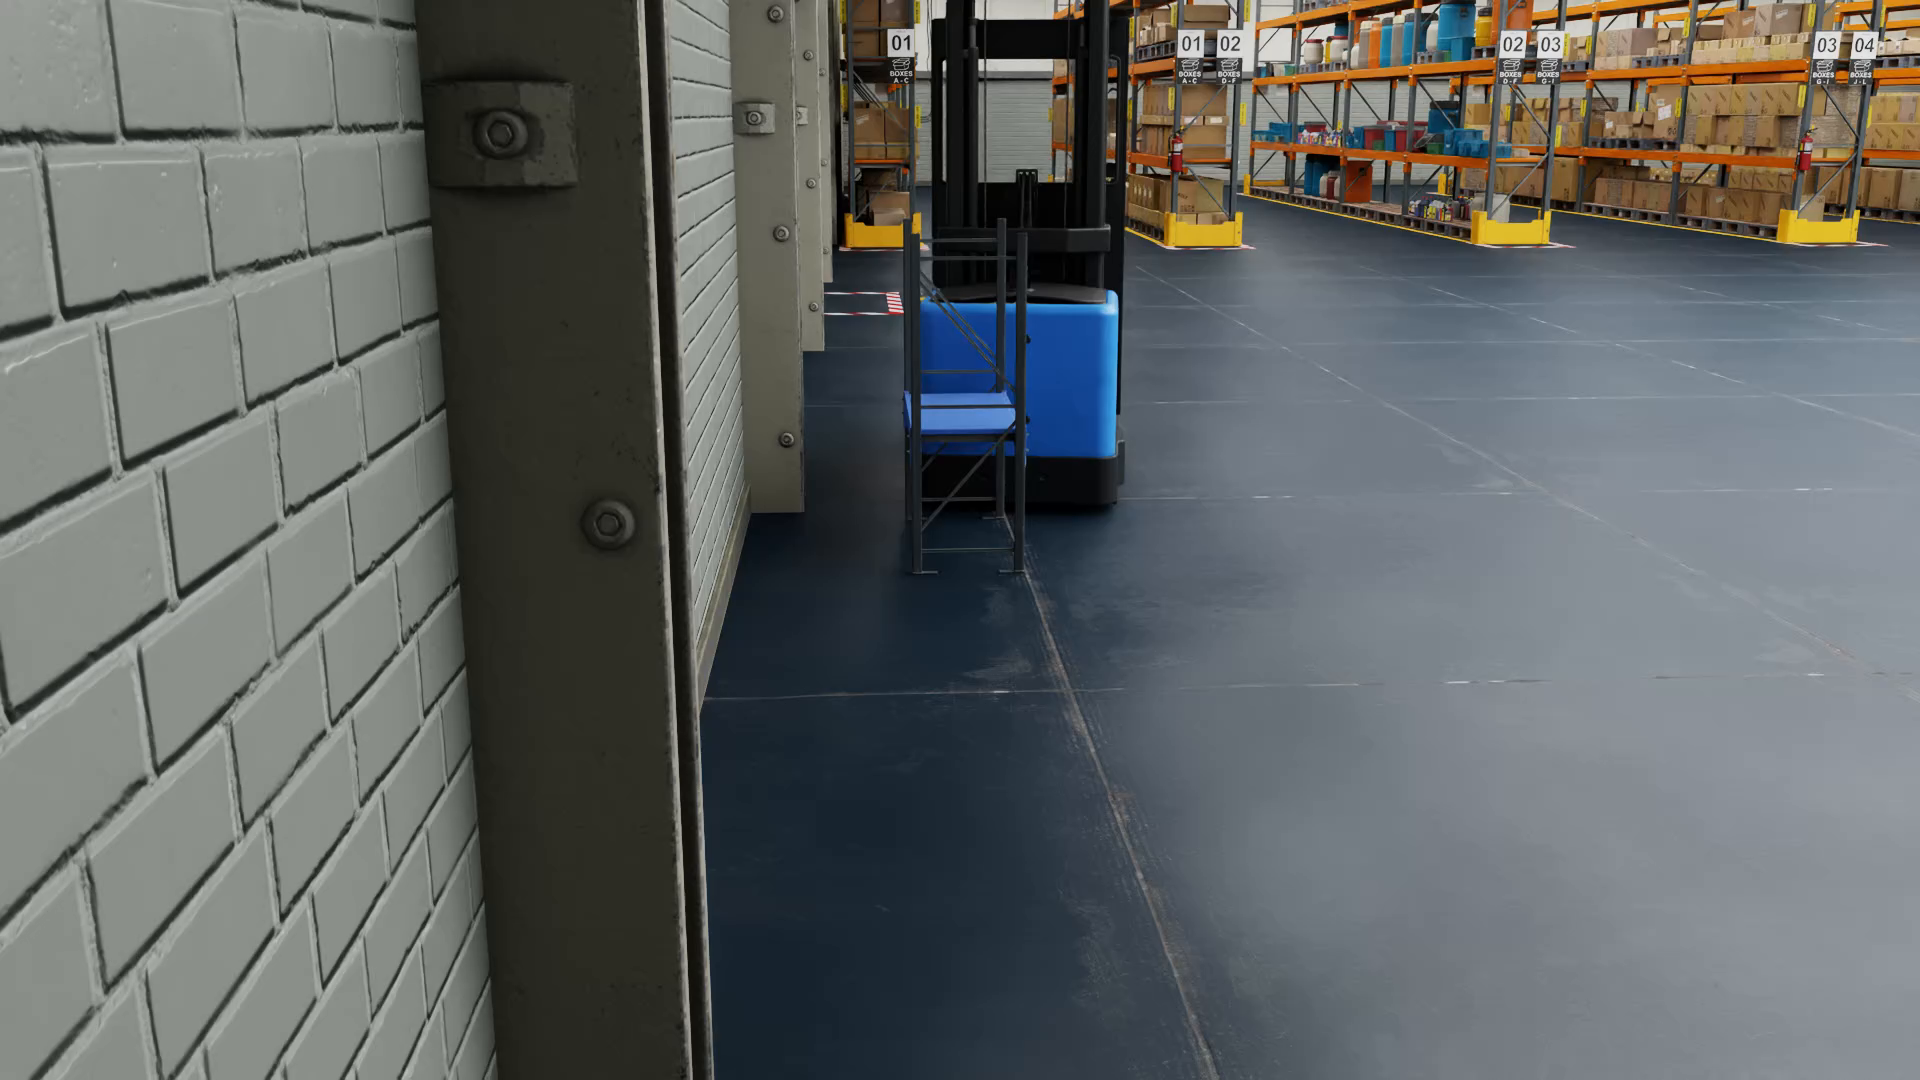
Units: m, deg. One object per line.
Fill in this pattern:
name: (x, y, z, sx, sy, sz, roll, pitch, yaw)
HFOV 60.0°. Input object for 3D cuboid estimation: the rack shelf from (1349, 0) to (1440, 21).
rack shelf: (8.335, -9.968, 30.955, 1.077, 0.370, 4.000, -1, 14, -3)

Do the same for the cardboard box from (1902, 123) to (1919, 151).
cardboard box: (18.029, -7.535, 31.091, 0.500, 0.500, 0.500, -1, 14, -4)

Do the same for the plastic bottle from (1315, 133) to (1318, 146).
plastic bottle: (7.664, -8.596, 35.675, 0.097, 0.271, 0.097, 0, 14, 0)

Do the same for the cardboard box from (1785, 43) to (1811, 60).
cardboard box: (13.367, -7.685, 26.156, 0.500, 0.250, 0.500, -1, 14, -2)

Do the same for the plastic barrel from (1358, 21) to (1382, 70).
plastic barrel: (8.046, -9.590, 32.253, 0.600, 0.901, 0.600, 0, 14, 0)

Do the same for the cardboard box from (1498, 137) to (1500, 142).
cardboard box: (12.545, -9.187, 38.215, 0.380, 0.149, 0.250, -1, 14, -2)

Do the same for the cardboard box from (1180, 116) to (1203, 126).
cardboard box: (3.549, -6.492, 25.734, 0.380, 0.149, 0.250, -1, 14, -4)

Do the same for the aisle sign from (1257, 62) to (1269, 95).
aisle sign: (7.415, -11.364, 40.957, 0.394, 0.787, 0.004, -1, 14, -3)

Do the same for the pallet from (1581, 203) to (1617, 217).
pallet: (13.202, -6.634, 33.385, 1.003, 0.211, 1.213, -1, 14, -3)

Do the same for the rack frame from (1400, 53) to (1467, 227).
rack frame: (8.459, -7.107, 29.630, 1.000, 3.000, 0.127, -1, 14, -3)

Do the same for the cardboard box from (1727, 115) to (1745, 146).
cardboard box: (13.486, -6.891, 27.990, 0.875, 0.500, 0.500, -1, 14, -3)

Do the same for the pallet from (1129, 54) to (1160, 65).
pallet: (3.448, -8.611, 29.838, 0.805, 0.209, 1.217, -1, 15, -6)

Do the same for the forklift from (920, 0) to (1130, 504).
forklift: (0.407, -1.915, 9.586, 1.130, 2.935, 3.031, 1, 14, 5)

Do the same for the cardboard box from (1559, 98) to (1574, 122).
cardboard box: (13.088, -9.057, 34.993, 0.797, 0.503, 0.637, -1, 14, -2)

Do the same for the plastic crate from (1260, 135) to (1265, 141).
plastic crate: (7.382, -9.677, 40.025, 0.250, 0.136, 0.298, -1, 14, -3)

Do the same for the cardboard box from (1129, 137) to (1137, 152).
cardboard box: (3.277, -7.182, 30.192, 0.396, 0.266, 0.258, -1, 14, -5)

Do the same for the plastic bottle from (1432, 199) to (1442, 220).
plastic bottle: (8.145, -5.631, 28.327, 0.144, 0.351, 0.185, 0, 14, -1)

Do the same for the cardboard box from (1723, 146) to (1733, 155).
cardboard box: (13.222, -6.631, 28.283, 0.380, 0.149, 0.250, -1, 14, -3)

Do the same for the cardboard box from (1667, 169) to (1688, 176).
cardboard box: (17.440, -8.934, 40.414, 0.380, 0.149, 0.250, 0, 14, -1)

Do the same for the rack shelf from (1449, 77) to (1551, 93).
rack shelf: (12.783, -10.775, 39.309, 1.077, 0.370, 4.000, -1, 14, -3)

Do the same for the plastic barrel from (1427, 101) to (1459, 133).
plastic barrel: (8.738, -7.451, 29.959, 0.600, 0.901, 0.708, -1, 14, -3)

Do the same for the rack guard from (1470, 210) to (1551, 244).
rack guard: (8.655, -4.920, 26.145, 1.175, 0.500, 0.348, -1, 14, -3)

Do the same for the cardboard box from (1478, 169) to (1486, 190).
cardboard box: (12.890, -8.737, 39.385, 0.875, 0.875, 0.875, -1, 14, -3)

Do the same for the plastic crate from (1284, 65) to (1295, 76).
plastic crate: (7.589, -10.690, 37.870, 0.416, 0.233, 0.300, -1, 14, -3)

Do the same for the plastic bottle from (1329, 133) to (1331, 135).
plastic bottle: (7.822, -8.472, 35.168, 0.061, 0.283, 0.133, -1, 14, -3)

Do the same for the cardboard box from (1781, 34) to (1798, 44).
cardboard box: (13.296, -7.959, 26.422, 0.380, 0.149, 0.250, -2, 15, -6)

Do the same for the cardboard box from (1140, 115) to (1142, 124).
cardboard box: (3.338, -7.324, 28.971, 0.380, 0.149, 0.250, -1, 14, -4)

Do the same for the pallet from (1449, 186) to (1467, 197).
pallet: (12.787, -8.620, 41.105, 1.003, 0.211, 1.213, -1, 14, -3)

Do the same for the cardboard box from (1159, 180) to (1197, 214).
cardboard box: (3.433, -5.401, 26.167, 0.500, 0.500, 0.500, -1, 14, -3)

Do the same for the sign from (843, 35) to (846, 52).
sign: (-2.231, -9.684, 32.428, 0.100, 0.325, 0.005, -1, 14, -3)

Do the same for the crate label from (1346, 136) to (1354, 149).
crate label: (7.863, -7.910, 33.087, 0.303, 0.233, 0.416, -1, 14, -3)

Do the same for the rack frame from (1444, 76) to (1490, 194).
rack frame: (12.659, -10.168, 41.526, 1.000, 3.000, 0.127, -1, 14, -3)

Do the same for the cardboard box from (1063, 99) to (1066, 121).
cardboard box: (2.664, -9.928, 38.387, 0.500, 0.500, 0.500, -1, 14, -3)

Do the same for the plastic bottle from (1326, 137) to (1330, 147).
plastic bottle: (7.721, -8.331, 34.786, 0.097, 0.201, 0.097, 0, 14, 0)

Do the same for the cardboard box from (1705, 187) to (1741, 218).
cardboard box: (13.431, -5.934, 29.244, 0.500, 0.500, 0.500, 4, 15, 14)

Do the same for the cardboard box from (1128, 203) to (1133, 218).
cardboard box: (3.241, -5.783, 29.160, 0.500, 0.250, 0.500, -1, 14, -3)

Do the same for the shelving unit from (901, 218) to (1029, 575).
shelving unit: (0.005, -0.705, 7.757, 0.538, 1.500, 1.048, -1, 14, -3)

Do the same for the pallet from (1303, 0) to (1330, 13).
pallet: (8.045, -11.512, 35.890, 1.003, 0.211, 1.213, -1, 14, -3)

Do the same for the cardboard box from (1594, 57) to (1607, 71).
cardboard box: (12.930, -9.438, 32.968, 0.500, 0.250, 0.500, -1, 14, -2)

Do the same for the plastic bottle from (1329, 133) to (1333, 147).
plastic bottle: (7.733, -8.317, 34.589, 0.097, 0.271, 0.097, 0, 14, 0)

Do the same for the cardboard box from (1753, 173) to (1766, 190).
cardboard box: (17.725, -7.768, 36.372, 0.500, 0.500, 0.500, -1, 14, -2)

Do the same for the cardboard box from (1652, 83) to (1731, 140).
cardboard box: (13.493, -7.877, 30.576, 1.000, 1.000, 1.000, -1, 14, -3)

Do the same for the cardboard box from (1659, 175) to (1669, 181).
cardboard box: (17.364, -8.858, 40.716, 0.380, 0.149, 0.250, 0, 14, -2)

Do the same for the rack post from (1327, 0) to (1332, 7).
rack post: (8.216, -11.259, 34.728, 0.937, 0.300, 0.954, 1, 14, 3)

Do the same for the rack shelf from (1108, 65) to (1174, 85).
rack shelf: (3.391, -8.633, 30.985, 1.077, 0.370, 4.000, -1, 14, -3)

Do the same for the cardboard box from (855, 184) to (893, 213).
cardboard box: (-1.573, -6.267, 30.499, 0.700, 0.500, 0.500, -1, 14, -5)

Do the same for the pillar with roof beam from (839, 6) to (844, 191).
pillar with roof beam: (1.094, -13.569, 42.703, 9.100, 9.000, 0.400, -1, 14, -3)

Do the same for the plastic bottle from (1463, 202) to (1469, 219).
plastic bottle: (8.719, -5.679, 28.646, 0.061, 0.283, 0.133, -1, 14, -3)

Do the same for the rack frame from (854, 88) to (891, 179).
rack frame: (-2.172, -9.939, 40.634, 1.000, 3.000, 0.127, -1, 14, -3)

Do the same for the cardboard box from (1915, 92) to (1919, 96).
cardboard box: (22.548, -10.374, 38.818, 0.380, 0.149, 0.250, -1, 14, -3)

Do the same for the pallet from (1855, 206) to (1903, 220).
pallet: (18.158, -6.380, 32.398, 1.003, 0.211, 1.213, -1, 14, -3)

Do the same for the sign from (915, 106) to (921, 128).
sign: (-0.639, -6.387, 25.094, 0.100, 0.325, 0.005, -1, 14, -3)

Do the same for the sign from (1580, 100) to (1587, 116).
sign: (12.601, -8.730, 33.612, 0.100, 0.325, 0.005, -1, 14, -3)
